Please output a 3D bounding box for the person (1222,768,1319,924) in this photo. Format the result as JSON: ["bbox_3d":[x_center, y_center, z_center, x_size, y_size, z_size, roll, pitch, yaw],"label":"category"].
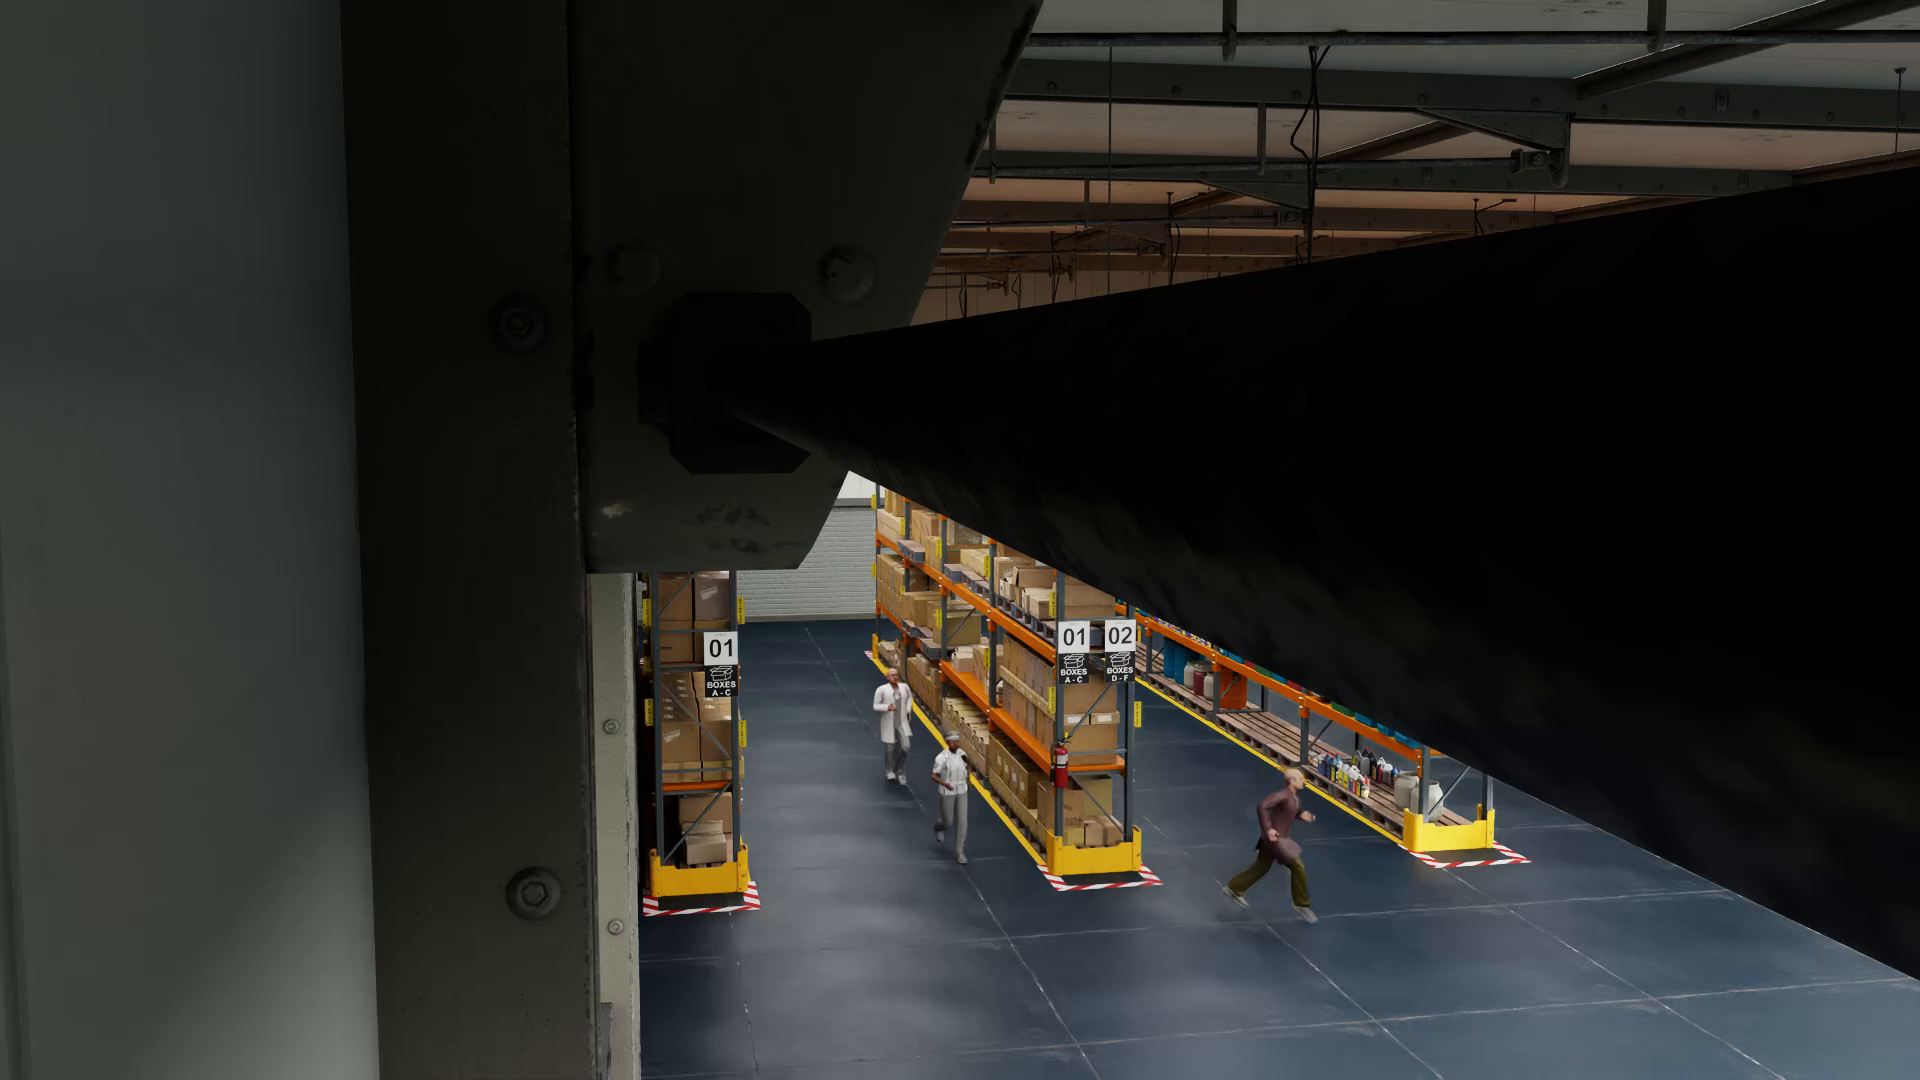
[{"bbox_3d":[3.590,3.501,19.183,1.123,1.797,0.706,1,6,13],"label":"person"}]

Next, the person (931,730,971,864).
[{"bbox_3d":[-0.098,3.284,21.582,0.579,1.692,0.851,-3,6,-23],"label":"person"}]

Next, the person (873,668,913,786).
[{"bbox_3d":[-0.991,2.857,25.362,0.664,1.814,0.755,-2,6,-18],"label":"person"}]
